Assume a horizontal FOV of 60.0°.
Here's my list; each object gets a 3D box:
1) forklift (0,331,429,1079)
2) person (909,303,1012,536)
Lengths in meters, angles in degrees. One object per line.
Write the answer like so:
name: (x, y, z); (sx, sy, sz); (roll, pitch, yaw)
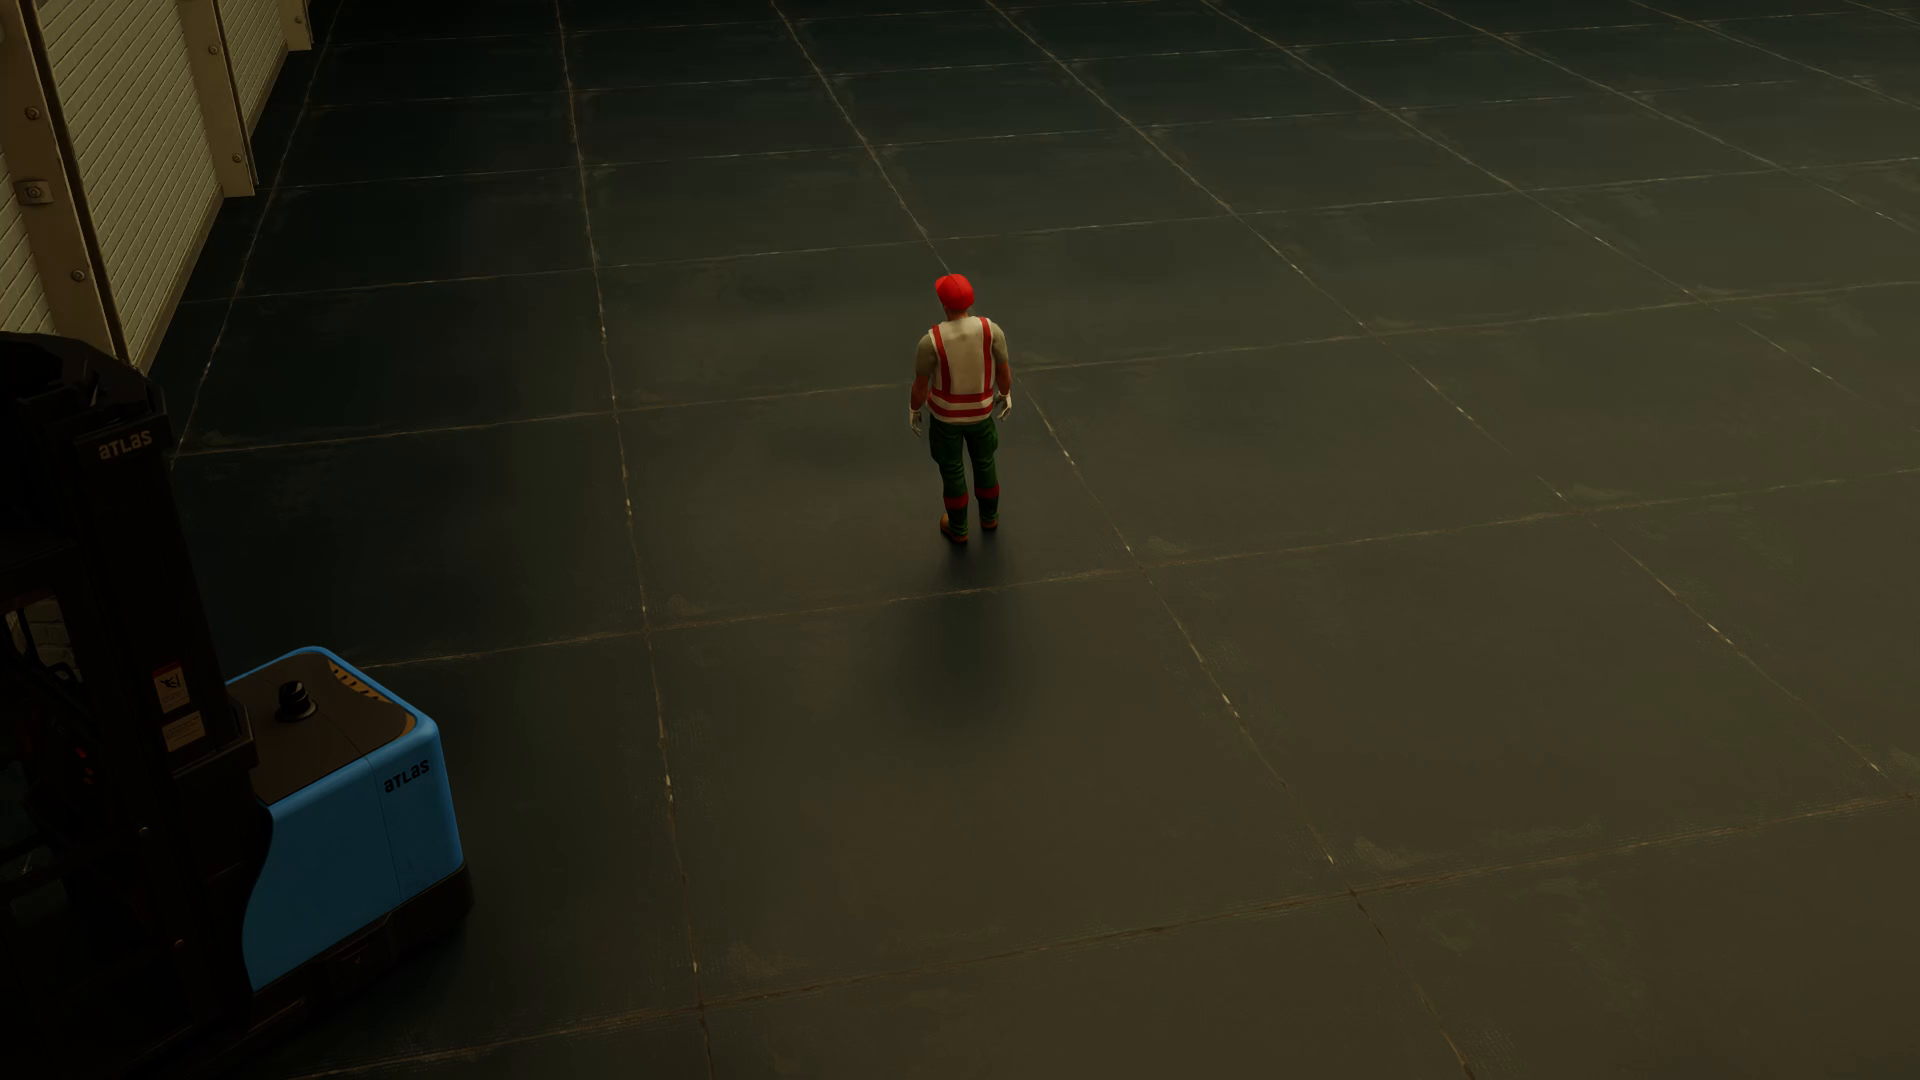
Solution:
forklift: (-3.542, 0.834, 6.133); (1.121, 2.935, 3.031); (23, 37, 34)
person: (0.009, -0.789, 10.059); (0.637, 1.690, 0.421); (-7, 31, -12)
